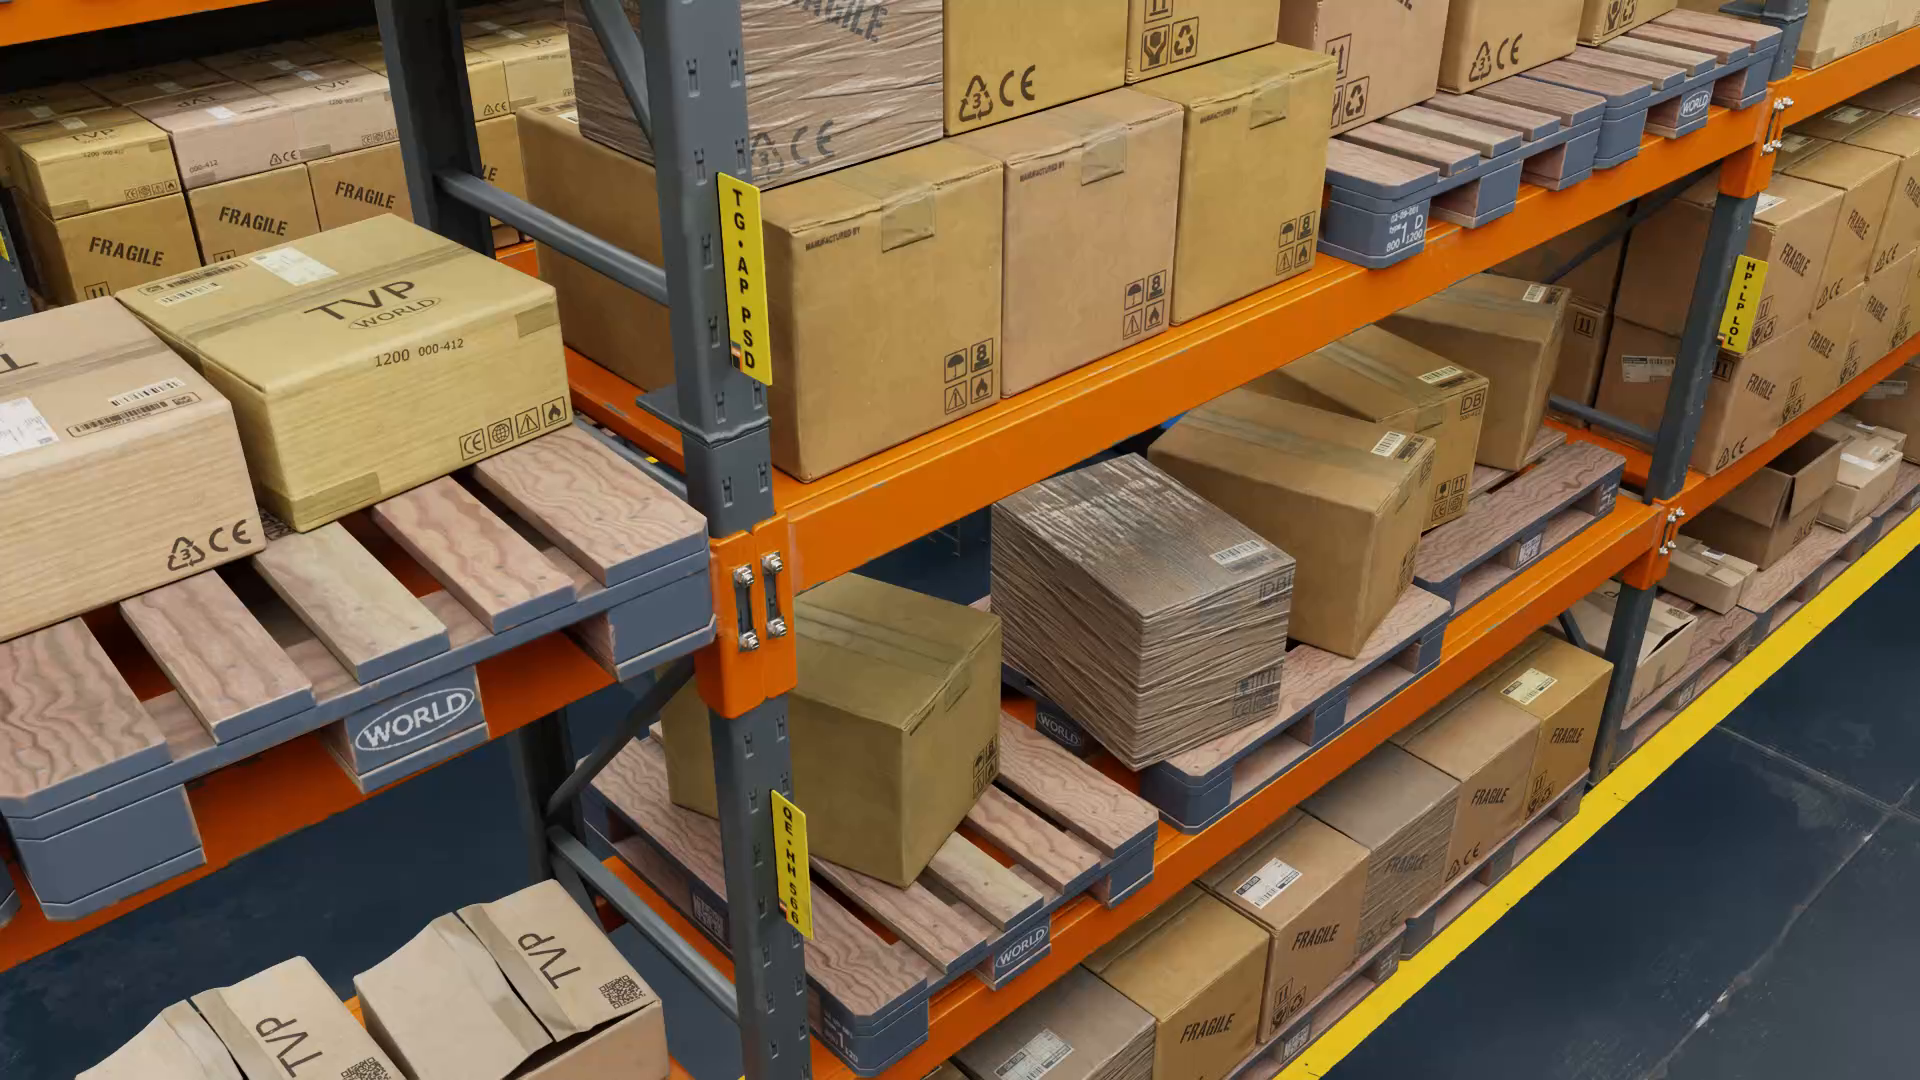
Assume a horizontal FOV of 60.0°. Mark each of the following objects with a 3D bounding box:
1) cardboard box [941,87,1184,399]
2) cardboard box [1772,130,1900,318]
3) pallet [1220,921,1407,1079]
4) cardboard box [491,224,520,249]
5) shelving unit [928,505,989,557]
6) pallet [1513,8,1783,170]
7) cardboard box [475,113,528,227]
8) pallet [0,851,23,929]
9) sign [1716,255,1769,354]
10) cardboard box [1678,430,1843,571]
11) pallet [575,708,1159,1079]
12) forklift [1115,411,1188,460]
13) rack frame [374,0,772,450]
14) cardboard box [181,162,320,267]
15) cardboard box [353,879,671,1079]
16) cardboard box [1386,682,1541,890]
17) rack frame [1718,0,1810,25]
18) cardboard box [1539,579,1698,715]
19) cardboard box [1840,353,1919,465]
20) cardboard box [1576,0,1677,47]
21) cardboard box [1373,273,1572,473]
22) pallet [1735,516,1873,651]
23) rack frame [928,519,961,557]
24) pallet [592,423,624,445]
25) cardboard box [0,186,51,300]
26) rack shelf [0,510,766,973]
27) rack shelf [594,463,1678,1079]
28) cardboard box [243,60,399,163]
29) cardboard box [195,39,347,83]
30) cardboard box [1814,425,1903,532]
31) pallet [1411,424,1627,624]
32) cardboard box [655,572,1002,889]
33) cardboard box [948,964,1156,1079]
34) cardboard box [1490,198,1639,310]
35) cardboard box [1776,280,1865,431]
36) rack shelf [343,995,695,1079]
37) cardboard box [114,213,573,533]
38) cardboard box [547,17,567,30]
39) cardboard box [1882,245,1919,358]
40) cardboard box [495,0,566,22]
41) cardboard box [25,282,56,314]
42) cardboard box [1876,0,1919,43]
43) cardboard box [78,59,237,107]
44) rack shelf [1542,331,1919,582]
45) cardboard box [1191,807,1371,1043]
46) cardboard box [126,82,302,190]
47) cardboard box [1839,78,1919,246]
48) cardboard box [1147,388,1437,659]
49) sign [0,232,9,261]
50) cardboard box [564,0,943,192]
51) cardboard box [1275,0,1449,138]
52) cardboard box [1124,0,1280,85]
[{"bbox_3d":[-0.034,-0.754,3.636,0.500,0.500,0.910,-26,40,-35],"label":"cardboard box"},{"bbox_3d":[3.143,-1.214,6.305,0.500,0.500,0.500,-27,41,-37],"label":"cardboard box"},{"bbox_3d":[0.763,1.426,5.716,1.213,0.211,1.003,-26,40,-35],"label":"pallet"},{"bbox_3d":[-2.362,-1.545,8.123,0.250,0.149,0.380,-24,39,-34],"label":"cardboard box"},{"bbox_3d":[-0.011,-0.507,7.929,0.189,1.200,0.258,-26,40,-35],"label":"shelving unit"},{"bbox_3d":[1.702,-1.497,5.128,1.003,0.211,1.213,-26,40,-35],"label":"pallet"},{"bbox_3d":[-2.414,-1.775,7.877,0.500,0.500,0.500,-25,39,-34],"label":"cardboard box"},{"bbox_3d":[-1.960,0.391,2.042,1.213,0.211,1.003,-24,39,-33],"label":"pallet"},{"bbox_3d":[2.608,-0.785,5.548,0.005,0.325,0.100,-26,40,-35],"label":"sign"},{"bbox_3d":[3.602,-0.293,7.825,0.637,0.503,0.797,-26,40,-35],"label":"cardboard box"},{"bbox_3d":[-0.256,0.732,4.362,1.003,0.211,1.213,-26,40,-35],"label":"pallet"},{"bbox_3d":[2.106,-2.126,8.917,3.031,2.935,1.130,-23,38,-33],"label":"forklift"},{"bbox_3d":[-0.705,-1.642,2.310,0.127,3.000,1.000,-26,40,-35],"label":"rack frame"},{"bbox_3d":[-3.155,-1.411,7.283,0.500,0.500,0.500,-24,39,-34],"label":"cardboard box"},{"bbox_3d":[-1.001,1.067,3.715,0.500,0.311,0.500,-23,38,-33],"label":"cardboard box"},{"bbox_3d":[1.693,0.834,5.986,0.500,0.500,0.500,-26,40,-35],"label":"cardboard box"},{"bbox_3d":[2.228,-3.061,4.630,0.127,3.000,1.000,-26,40,-35],"label":"rack frame"},{"bbox_3d":[2.683,0.391,6.890,0.500,0.311,0.500,-26,40,-35],"label":"cardboard box"},{"bbox_3d":[4.930,-0.755,8.583,0.500,0.500,0.500,-26,40,-35],"label":"cardboard box"},{"bbox_3d":[1.809,-1.896,5.005,0.600,0.600,0.600,25,39,35],"label":"cardboard box"},{"bbox_3d":[1.729,-0.641,5.925,0.700,0.500,0.500,15,35,23],"label":"cardboard box"},{"bbox_3d":[3.627,0.010,8.032,1.213,0.211,1.003,-26,40,-35],"label":"pallet"},{"bbox_3d":[-0.078,-0.474,7.876,0.006,1.200,0.240,-26,40,-35],"label":"rack frame"},{"bbox_3d":[-2.552,-0.468,8.814,1.213,0.211,1.003,-26,40,-35],"label":"pallet"},{"bbox_3d":[-3.909,-1.423,7.302,0.500,0.500,0.500,-26,40,-35],"label":"cardboard box"},{"bbox_3d":[-2.171,0.654,2.120,4.000,0.370,1.077,-26,40,-35],"label":"rack shelf"},{"bbox_3d":[0.762,0.514,5.223,4.000,0.370,1.077,-26,40,-35],"label":"rack shelf"},{"bbox_3d":[-2.810,-1.907,7.374,0.500,0.250,0.500,-26,40,-35],"label":"cardboard box"},{"bbox_3d":[-3.159,-2.098,7.686,0.500,0.250,0.500,-27,41,-37],"label":"cardboard box"},{"bbox_3d":[4.213,-0.323,8.116,0.500,0.250,0.500,-26,40,-35],"label":"cardboard box"},{"bbox_3d":[1.568,-0.178,5.850,1.213,0.211,1.003,-26,40,-35],"label":"pallet"},{"bbox_3d":[-0.320,0.429,4.175,0.700,0.500,0.500,15,35,23],"label":"cardboard box"},{"bbox_3d":[0.203,1.556,4.805,0.500,0.500,0.500,-27,41,-37],"label":"cardboard box"},{"bbox_3d":[2.423,-1.249,6.364,0.500,0.500,0.500,-26,40,-35],"label":"cardboard box"},{"bbox_3d":[3.161,-0.804,6.593,0.500,0.500,0.500,-25,39,-35],"label":"cardboard box"},{"bbox_3d":[-2.171,1.933,2.903,4.000,0.370,1.077,-26,40,-35],"label":"rack shelf"},{"bbox_3d":[-0.999,-0.295,2.724,0.500,0.250,0.500,26,40,35],"label":"cardboard box"},{"bbox_3d":[-1.693,-2.452,8.266,0.500,0.250,0.500,-25,39,-34],"label":"cardboard box"},{"bbox_3d":[3.901,-1.161,7.178,0.500,0.500,0.500,-26,40,-36],"label":"cardboard box"},{"bbox_3d":[-2.036,-2.642,8.576,0.500,0.250,0.500,-25,40,-35],"label":"cardboard box"},{"bbox_3d":[-4.011,-1.092,7.381,0.250,0.149,0.380,-25,39,-35],"label":"cardboard box"},{"bbox_3d":[3.122,-1.971,5.867,0.500,0.250,0.500,-26,40,-35],"label":"cardboard box"},{"bbox_3d":[-3.537,-1.917,7.391,0.500,0.250,0.500,-27,41,-37],"label":"cardboard box"},{"bbox_3d":[3.695,-0.904,7.543,4.000,0.370,1.077,-26,40,-35],"label":"rack shelf"},{"bbox_3d":[0.954,1.193,5.399,0.500,0.500,0.500,-27,41,-37],"label":"cardboard box"},{"bbox_3d":[-3.174,-1.728,7.082,0.500,0.250,0.500,-26,40,-36],"label":"cardboard box"},{"bbox_3d":[3.898,-1.579,6.903,0.500,0.500,0.500,-24,39,-34],"label":"cardboard box"},{"bbox_3d":[0.975,-0.073,4.996,0.700,0.500,0.500,18,36,27],"label":"cardboard box"},{"bbox_3d":[-3.700,-1.233,6.357,0.005,0.325,0.100,-26,40,-35],"label":"sign"},{"bbox_3d":[-0.381,-0.984,3.055,0.500,0.500,0.500,-26,40,-35],"label":"cardboard box"},{"bbox_3d":[0.833,-1.421,4.230,0.600,0.600,0.600,27,41,37],"label":"cardboard box"},{"bbox_3d":[0.367,-1.346,3.646,0.500,0.500,0.500,-26,40,-35],"label":"cardboard box"}]
